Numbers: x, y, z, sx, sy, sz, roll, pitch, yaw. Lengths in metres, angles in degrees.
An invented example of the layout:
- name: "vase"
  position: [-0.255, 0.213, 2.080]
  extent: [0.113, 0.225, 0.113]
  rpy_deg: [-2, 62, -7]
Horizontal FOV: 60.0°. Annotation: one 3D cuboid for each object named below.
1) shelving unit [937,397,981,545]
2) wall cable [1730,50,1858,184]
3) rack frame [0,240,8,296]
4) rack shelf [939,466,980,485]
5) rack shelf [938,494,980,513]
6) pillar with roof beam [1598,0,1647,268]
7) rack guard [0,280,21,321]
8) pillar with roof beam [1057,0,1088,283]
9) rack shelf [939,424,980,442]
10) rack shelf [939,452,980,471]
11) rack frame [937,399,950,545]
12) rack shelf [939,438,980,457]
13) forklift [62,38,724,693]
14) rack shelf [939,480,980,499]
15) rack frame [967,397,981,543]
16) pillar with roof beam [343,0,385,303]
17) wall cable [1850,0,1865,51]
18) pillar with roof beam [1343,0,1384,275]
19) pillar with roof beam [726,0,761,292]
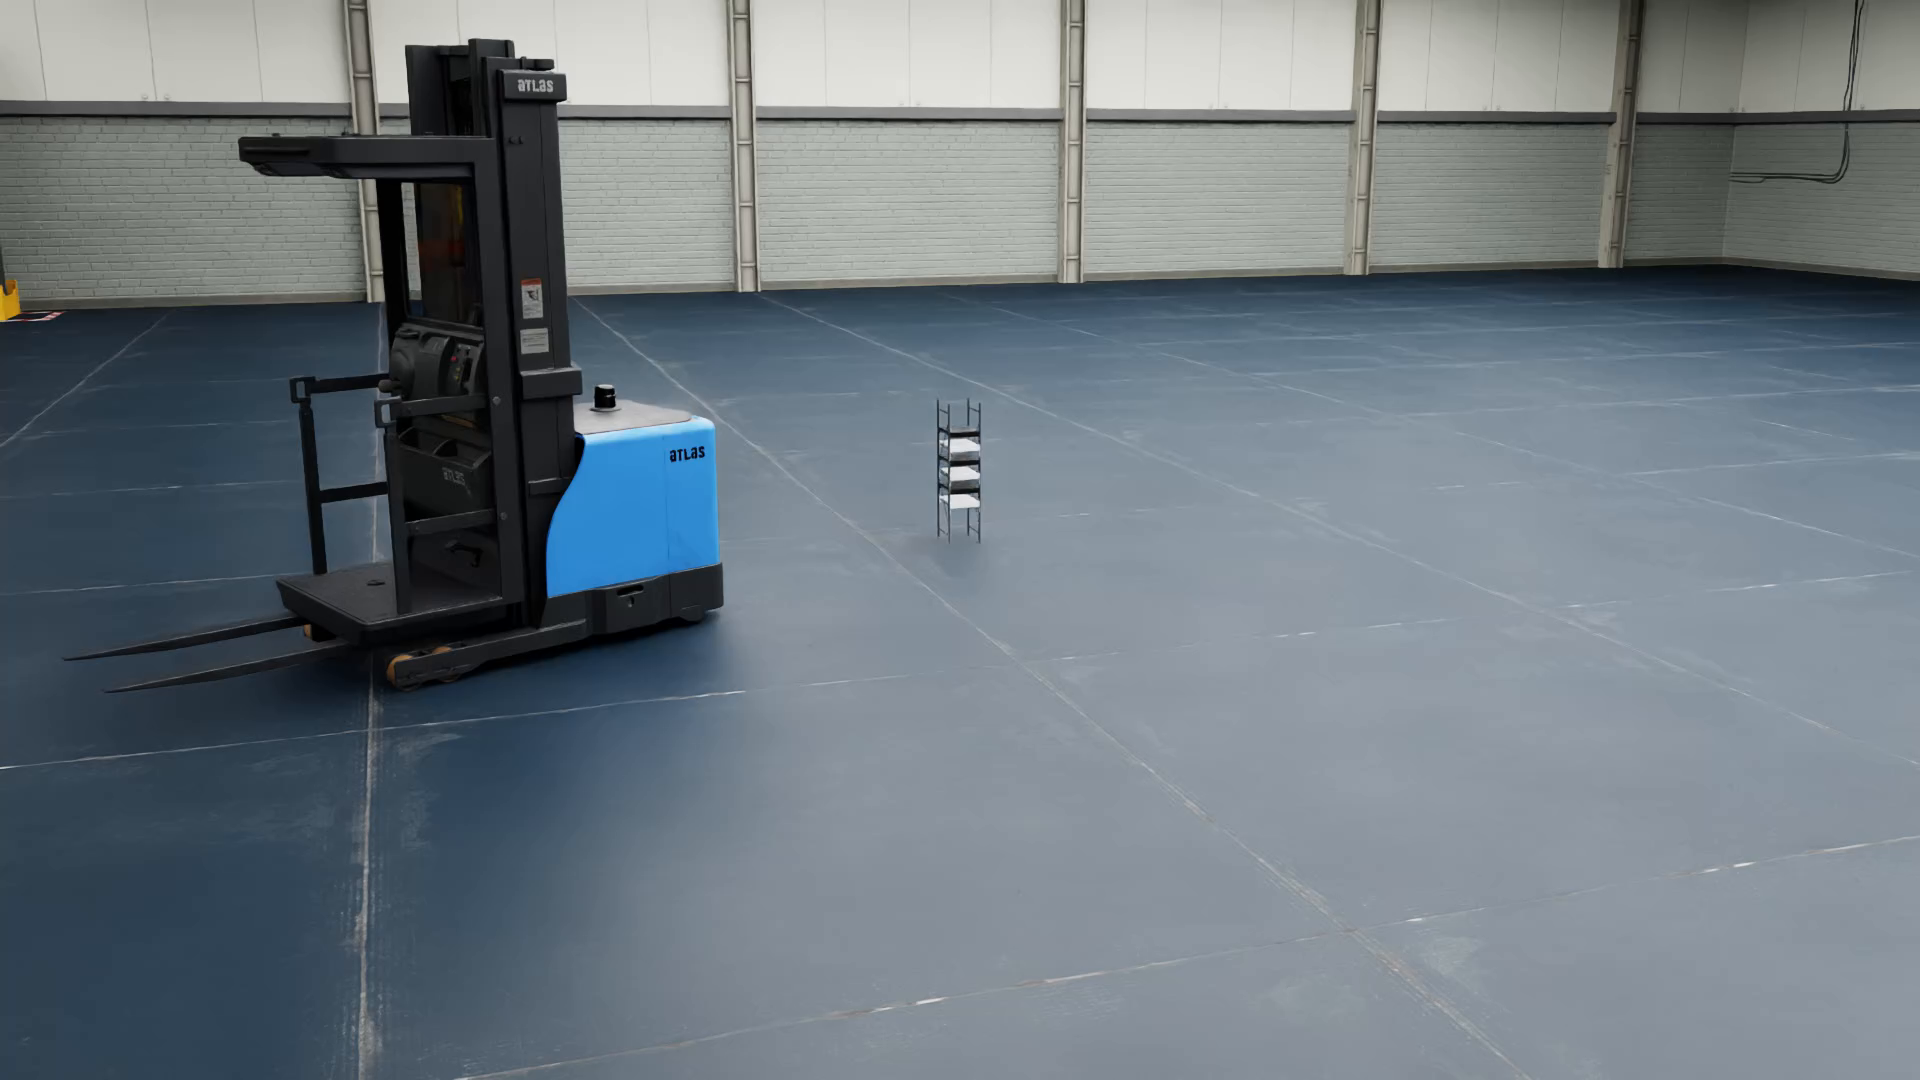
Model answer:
- name: "shelving unit"
  position: [-0.008, -0.437, 10.536]
  extent: [0.210, 0.900, 0.258]
  rpy_deg: [-4, 14, -18]
- name: "wall cable"
  position: [16.611, -8.419, 33.300]
  extent: [0.112, 2.526, 3.097]
  rpy_deg: [-4, 14, -18]
- name: "rack frame"
  position: [-14.088, -4.723, 24.016]
  extent: [0.127, 3.000, 1.000]
  rpy_deg: [-4, 14, -18]
- name: "rack shelf"
  position: [-0.008, -0.405, 10.544]
  extent: [0.200, 0.077, 0.258]
  rpy_deg: [-4, 14, -18]
- name: "rack shelf"
  position: [-0.008, -0.230, 10.586]
  extent: [0.200, 0.077, 0.258]
  rpy_deg: [-4, 14, -18]
- name: "pillar with roof beam"
  position: [14.771, -9.058, 29.276]
  extent: [0.400, 9.000, 9.100]
  rpy_deg: [-4, 14, -18]
- name: "rack guard"
  position: [-14.066, -3.509, 24.313]
  extent: [0.348, 0.500, 1.175]
  rpy_deg: [-4, 14, -18]
- name: "pillar with roof beam"
  position: [3.397, -8.172, 25.553]
  extent: [0.400, 9.000, 9.100]
  rpy_deg: [-4, 14, -18]
- name: "rack shelf"
  position: [-0.008, -0.667, 10.481]
  extent: [0.200, 0.077, 0.258]
  rpy_deg: [-4, 14, -18]
- name: "rack shelf"
  position: [-0.008, -0.492, 10.523]
  extent: [0.200, 0.077, 0.258]
  rpy_deg: [-4, 14, -18]
- name: "rack frame"
  position: [-0.104, -0.430, 10.505]
  extent: [0.006, 0.900, 0.240]
  rpy_deg: [-4, 14, -18]
- name: "rack shelf"
  position: [-0.008, -0.580, 10.502]
  extent: [0.200, 0.077, 0.258]
  rpy_deg: [-4, 14, -18]
- name: "forklift"
  position: [-2.693, -0.862, 7.935]
  extent: [3.031, 2.935, 1.130]
  rpy_deg: [-12, 18, -41]
- name: "rack shelf"
  position: [-0.008, -0.317, 10.565]
  extent: [0.200, 0.077, 0.258]
  rpy_deg: [-4, 14, -18]
- name: "rack frame"
  position: [0.089, -0.445, 10.568]
  extent: [0.006, 0.900, 0.240]
  rpy_deg: [-4, 14, -18]
- name: "pillar with roof beam"
  position: [-7.976, -7.286, 21.829]
  extent: [0.400, 9.000, 9.100]
  rpy_deg: [-4, 14, -18]
- name: "wall cable"
  position: [17.474, -10.282, 30.221]
  extent: [0.112, 2.526, 3.097]
  rpy_deg: [-4, 14, -18]
- name: "pillar with roof beam"
  position: [9.084, -8.615, 27.414]
  extent: [0.400, 9.000, 9.100]
  rpy_deg: [-4, 14, -18]
- name: "pillar with roof beam"
  position: [-2.289, -7.729, 23.691]
  extent: [0.400, 9.000, 9.100]
  rpy_deg: [-4, 14, -18]
